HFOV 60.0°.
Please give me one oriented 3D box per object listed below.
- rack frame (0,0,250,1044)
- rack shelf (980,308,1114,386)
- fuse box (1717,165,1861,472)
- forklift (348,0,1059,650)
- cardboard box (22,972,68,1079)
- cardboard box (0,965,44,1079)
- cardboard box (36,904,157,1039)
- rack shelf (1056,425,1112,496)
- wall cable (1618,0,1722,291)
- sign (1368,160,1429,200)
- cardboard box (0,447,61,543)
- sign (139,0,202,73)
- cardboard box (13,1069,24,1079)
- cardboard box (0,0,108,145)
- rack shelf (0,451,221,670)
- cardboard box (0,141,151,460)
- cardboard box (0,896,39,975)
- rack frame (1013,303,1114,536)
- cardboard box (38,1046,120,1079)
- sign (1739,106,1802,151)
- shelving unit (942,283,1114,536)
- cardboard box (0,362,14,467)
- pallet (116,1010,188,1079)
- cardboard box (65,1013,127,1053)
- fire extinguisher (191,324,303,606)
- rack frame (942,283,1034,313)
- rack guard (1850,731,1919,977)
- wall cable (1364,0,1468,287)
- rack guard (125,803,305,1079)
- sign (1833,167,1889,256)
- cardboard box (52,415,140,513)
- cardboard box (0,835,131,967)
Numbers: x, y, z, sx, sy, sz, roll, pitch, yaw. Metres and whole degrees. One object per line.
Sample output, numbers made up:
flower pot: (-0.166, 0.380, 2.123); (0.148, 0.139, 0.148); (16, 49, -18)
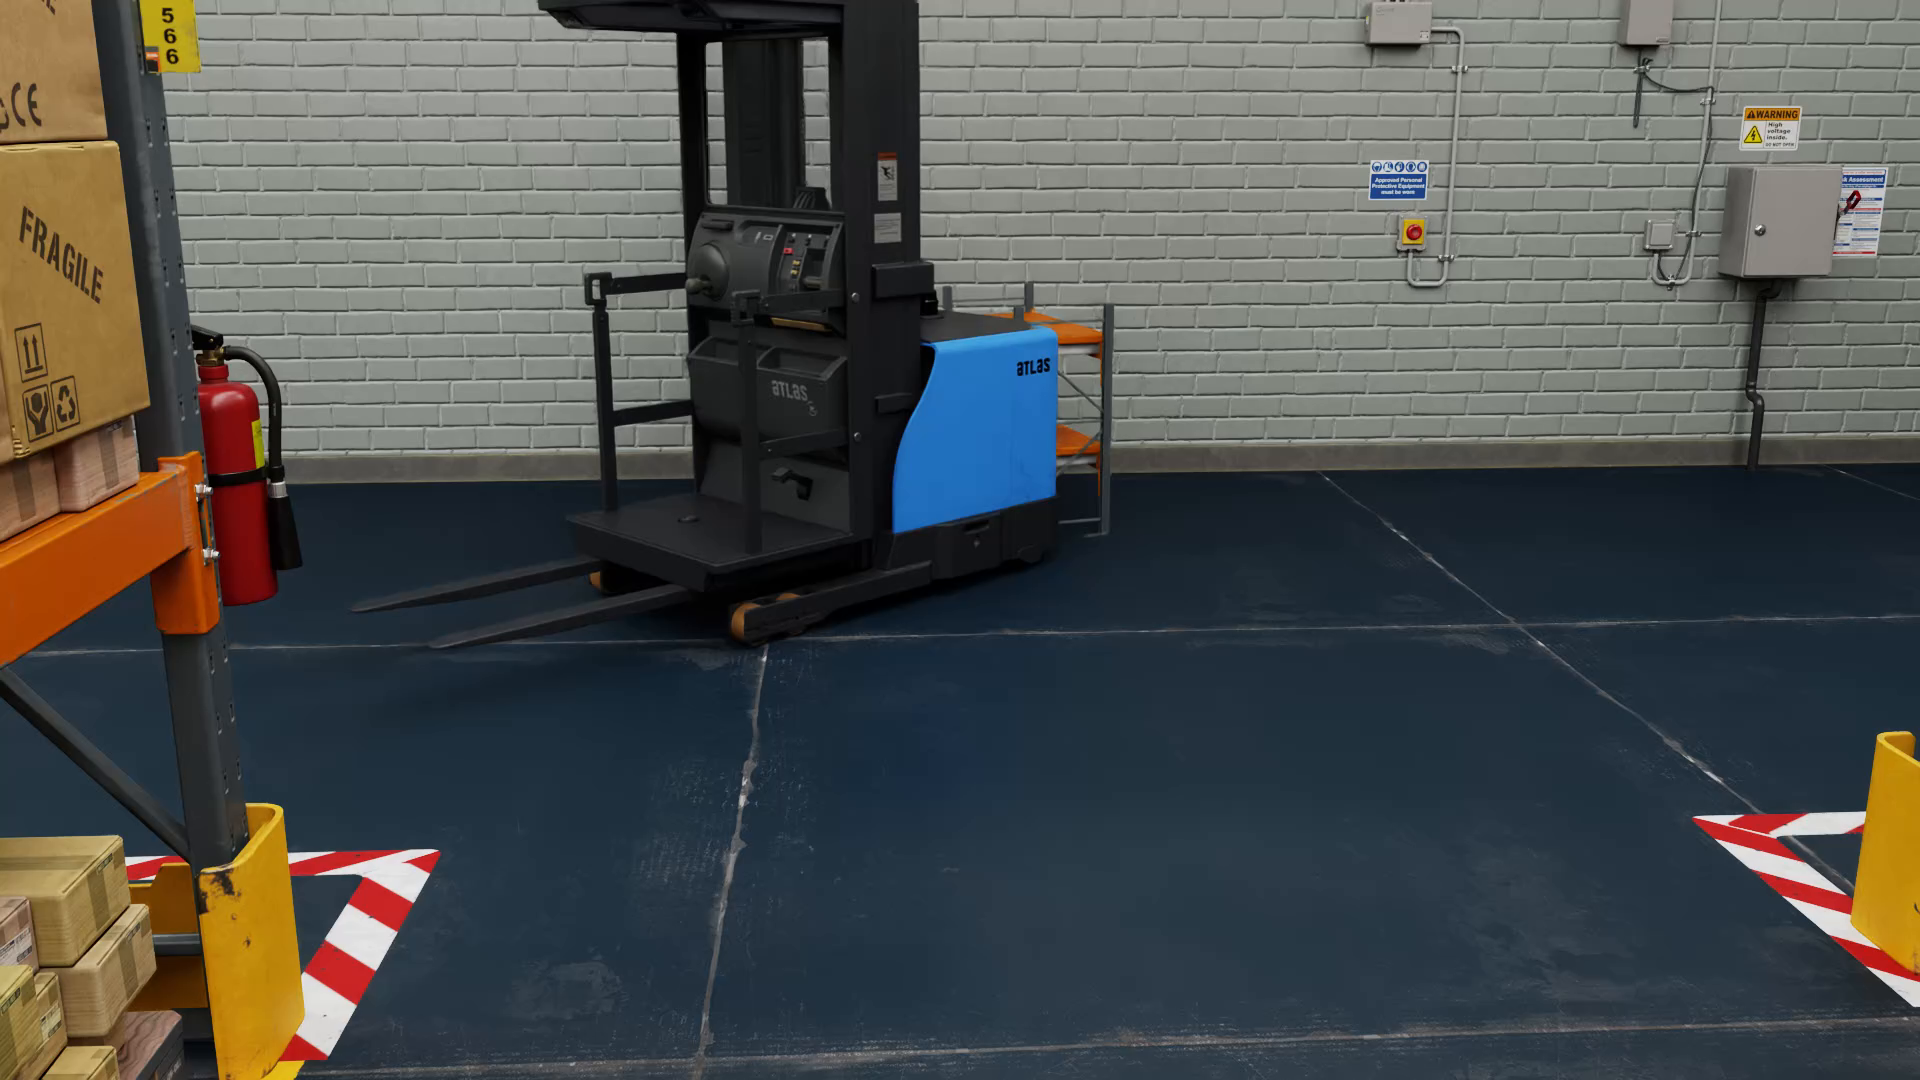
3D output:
rack frame: (-2.078, -0.346, 3.353); (1.000, 3.000, 0.127); (-1, 14, -3)
rack shelf: (0.318, -0.958, 8.316); (0.538, 0.278, 1.000); (-5, 15, -19)
fuse box: (4.590, -1.222, 9.342); (0.539, 1.711, 0.414); (-1, 14, -3)
forklift: (-0.951, -1.155, 6.635); (3.031, 2.935, 1.130); (-14, 20, -43)
cardboard box: (-1.798, 0.879, 2.870); (0.380, 0.149, 0.250); (-1, 14, -5)
cardboard box: (-1.691, 0.796, 2.596); (0.380, 0.149, 0.250); (-1, 14, -5)
cardboard box: (-1.760, 0.814, 3.126); (0.380, 0.149, 0.250); (-1, 14, -5)
rack shelf: (0.318, -0.437, 8.450); (0.538, 0.278, 1.000); (-5, 15, -19)
wall cable: (3.899, -2.367, 9.167); (0.588, 1.984, 0.122); (-1, 14, -3)
sign: (2.432, -1.995, 9.219); (0.327, 0.218, 0.001); (-1, 14, -3)
cardboard box: (-1.797, -0.086, 2.844); (0.380, 0.149, 0.250); (-1, 14, -4)
sign: (-1.522, -1.064, 3.183); (0.100, 0.325, 0.005); (-1, 14, -3)
cardboard box: (-1.726, 0.943, 2.624); (0.380, 0.149, 0.250); (-1, 15, -6)
cardboard box: (-1.801, -0.913, 2.752); (0.500, 0.500, 0.500); (-1, 14, -5)
rack shelf: (-1.954, 0.499, 1.510); (1.077, 0.370, 4.000); (-1, 14, -3)
cardboard box: (-1.793, -0.431, 2.885); (0.500, 0.500, 0.500); (-1, 14, -2)
cardboard box: (-1.834, 0.734, 2.839); (0.380, 0.149, 0.250); (-1, 14, -2)
rack frame: (0.487, -0.555, 7.924); (0.500, 1.125, 0.032); (-5, 15, -19)
cardboard box: (-1.720, 1.021, 2.917); (0.380, 0.149, 0.250); (0, 14, -2)
sign: (4.522, -2.297, 9.276); (0.339, 0.242, 0.001); (-1, 14, -3)
shelving unit: (0.318, -0.674, 8.389); (0.538, 1.125, 1.048); (-5, 15, -19)
cardboard box: (-1.766, -0.303, 2.387); (0.500, 0.500, 0.500); (-1, 14, -4)
pallet: (-2.058, 1.225, 2.840); (1.003, 0.211, 1.213); (-1, 14, -3)
cardboard box: (-1.837, 0.959, 3.160); (0.380, 0.149, 0.250); (-1, 14, -2)
fire extinguisher: (-1.632, -0.198, 3.680); (0.296, 0.674, 0.183); (-1, 14, -3)
rack frame: (0.149, -0.794, 8.853); (0.500, 1.125, 0.032); (-5, 15, -19)
rack guard: (2.855, 0.757, 4.082); (1.175, 0.500, 0.348); (-1, 14, -3)
wall cable: (2.484, -2.357, 9.066); (0.585, 1.953, 0.123); (-1, 14, -3)
rack guard: (-2.073, 0.883, 3.591); (1.175, 0.500, 0.348); (-1, 14, -3)
sign: (5.070, -1.859, 9.423); (0.329, 0.494, 0.001); (-1, 14, -3)
cardboard box: (-1.775, -0.148, 3.086); (0.380, 0.149, 0.250); (-1, 14, -3)
cardboard box: (-1.792, 0.670, 3.085); (0.380, 0.149, 0.250); (-1, 14, -3)
